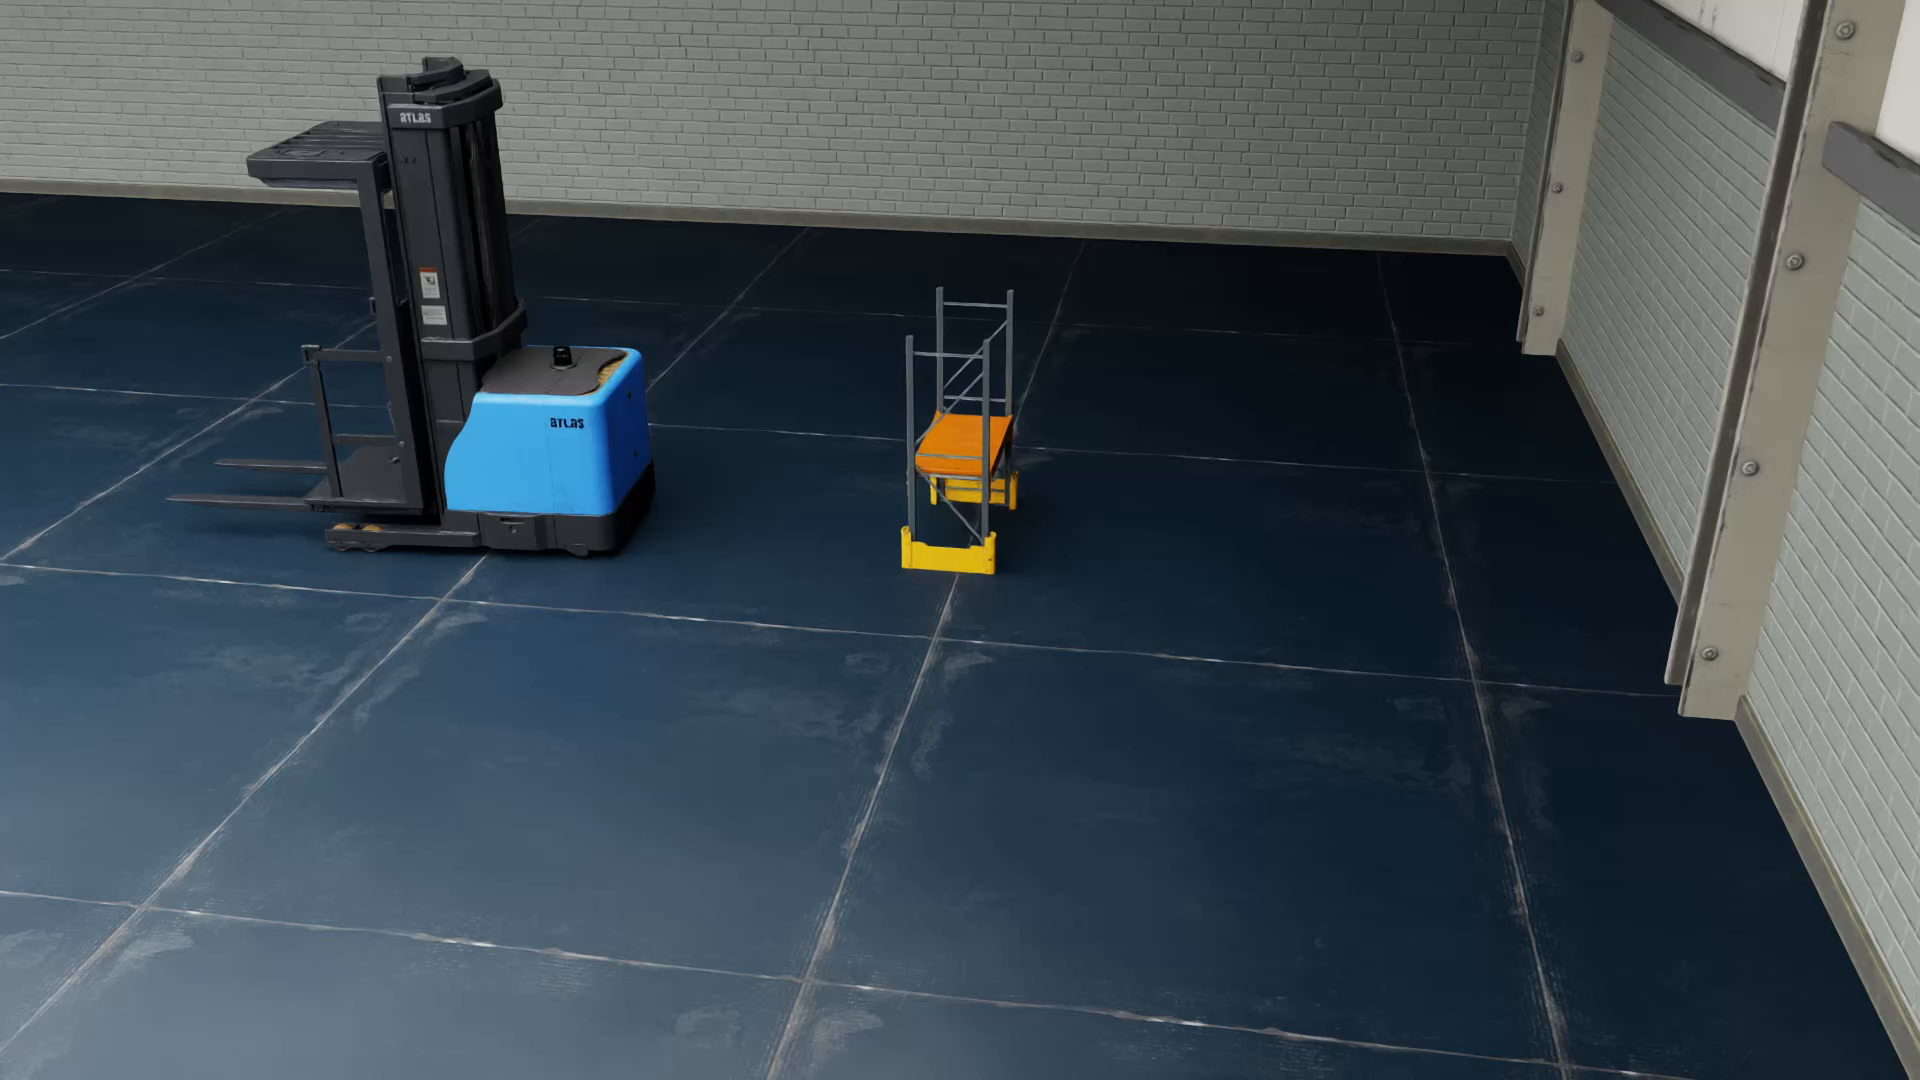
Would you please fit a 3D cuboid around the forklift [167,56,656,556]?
[{"bbox_3d":[-3.614,-1.472,10.438,3.031,2.935,1.130,2,25,5],"label":"forklift"}]

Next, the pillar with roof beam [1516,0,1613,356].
[{"bbox_3d":[0.713,-6.028,13.014,9.100,9.000,0.400,4,25,9],"label":"pillar with roof beam"}]

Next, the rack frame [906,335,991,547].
[{"bbox_3d":[-0.069,-0.502,10.054,0.500,1.500,0.032,4,25,9],"label":"rack frame"}]

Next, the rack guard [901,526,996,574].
[{"bbox_3d":[-0.069,0.063,10.320,0.587,0.250,0.087,4,25,9],"label":"rack guard"}]

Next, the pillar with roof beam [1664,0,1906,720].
[{"bbox_3d":[-0.267,-3.519,7.653,9.100,9.000,0.400,4,25,9],"label":"pillar with roof beam"}]

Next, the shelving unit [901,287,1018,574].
[{"bbox_3d":[0.012,-0.711,10.500,0.587,1.500,1.083,4,25,9],"label":"shelving unit"}]

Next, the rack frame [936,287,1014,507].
[{"bbox_3d":[0.097,-0.928,10.962,0.500,1.500,0.032,4,25,9],"label":"rack frame"}]

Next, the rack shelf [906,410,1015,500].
[{"bbox_3d":[0.014,-0.552,10.585,0.538,0.185,1.000,4,25,9],"label":"rack shelf"}]

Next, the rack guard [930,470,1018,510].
[{"bbox_3d":[0.094,-0.353,11.210,0.587,0.250,0.087,4,25,9],"label":"rack guard"}]
